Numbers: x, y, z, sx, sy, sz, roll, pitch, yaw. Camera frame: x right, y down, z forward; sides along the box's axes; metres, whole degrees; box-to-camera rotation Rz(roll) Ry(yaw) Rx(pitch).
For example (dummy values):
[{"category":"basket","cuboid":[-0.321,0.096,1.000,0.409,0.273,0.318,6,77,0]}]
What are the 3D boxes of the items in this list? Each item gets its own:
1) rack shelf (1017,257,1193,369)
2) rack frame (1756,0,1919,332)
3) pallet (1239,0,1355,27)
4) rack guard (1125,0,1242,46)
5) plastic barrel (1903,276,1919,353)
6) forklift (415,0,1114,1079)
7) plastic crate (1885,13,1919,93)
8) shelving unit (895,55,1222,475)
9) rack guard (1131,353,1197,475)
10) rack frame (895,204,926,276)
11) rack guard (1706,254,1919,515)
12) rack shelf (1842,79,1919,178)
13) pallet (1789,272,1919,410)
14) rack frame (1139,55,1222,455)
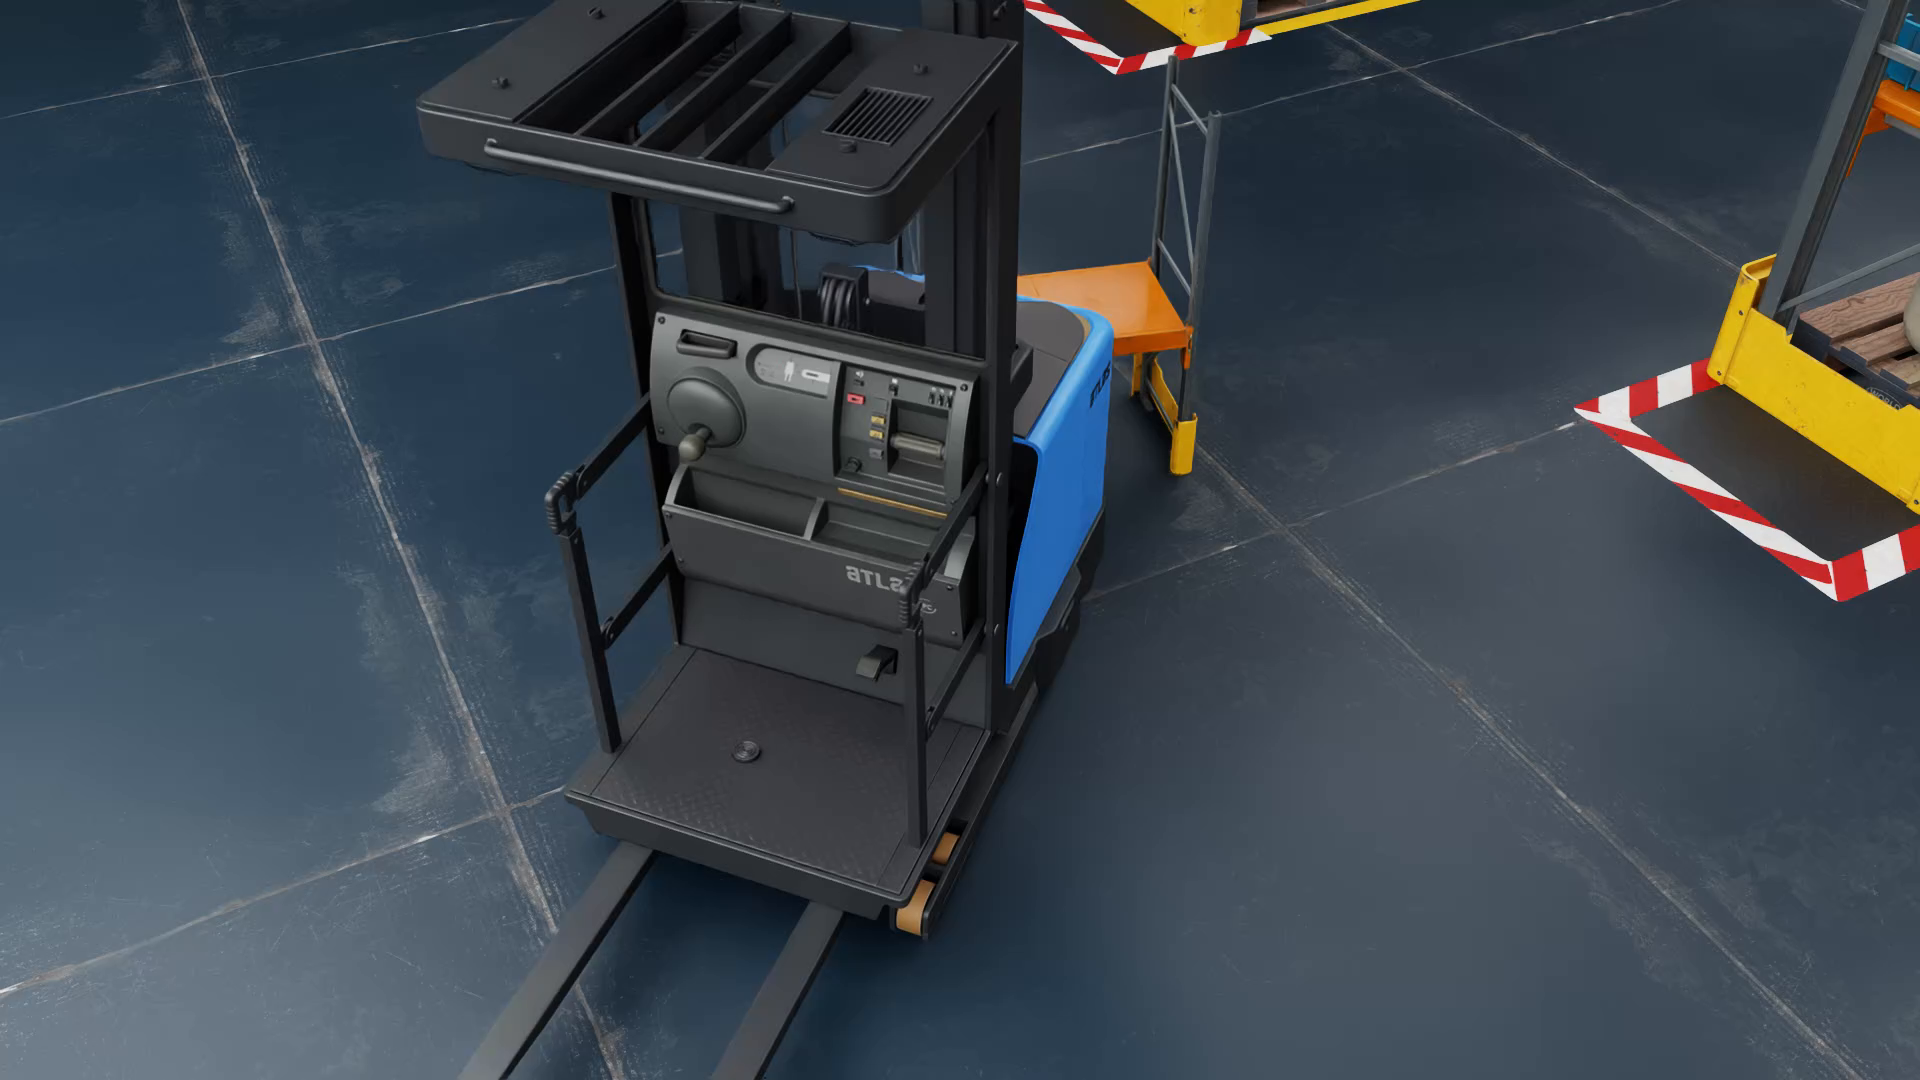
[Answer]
[{"category":"rack shelf","cuboid":[0.321,-0.811,6.326,1.000,0.185,0.538,-8,41,-9]},{"category":"rack frame","cuboid":[3.539,-1.541,5.748,0.127,3.000,1.000,-19,44,-21]},{"category":"pallet","cuboid":[1.913,-3.568,10.302,1.213,0.211,1.003,-19,44,-21]},{"category":"rack guard","cuboid":[1.233,-3.419,9.902,0.348,0.500,1.175,-19,44,-21]},{"category":"plastic barrel","cuboid":[4.087,-0.991,6.700,0.421,0.512,0.421,0,40,0]},{"category":"forklift","cuboid":[-0.483,-0.272,4.302,1.130,2.935,3.031,14,42,16]},{"category":"plastic crate","cuboid":[3.845,-1.805,6.175,0.616,0.251,0.499,-19,44,-21]},{"category":"shelving unit","cuboid":[0.330,-0.950,6.211,1.083,1.500,0.587,-8,41,-9]},{"category":"rack guard","cuboid":[0.817,-0.542,6.696,0.087,0.250,0.587,-8,41,-9]},{"category":"rack frame","cuboid":[-0.175,-0.878,6.126,0.032,1.500,0.500,-8,41,-9]},{"category":"rack guard","cuboid":[3.585,-0.636,6.615,0.348,0.500,1.175,-19,44,-21]},{"category":"rack shelf","cuboid":[5.313,-1.863,6.686,4.000,0.370,1.077,-19,44,-21]},{"category":"pallet","cuboid":[4.308,-0.765,6.991,1.213,0.211,1.003,-19,44,-21]},{"category":"rack frame","cuboid":[0.818,-1.019,6.293,0.032,1.500,0.500,-8,41,-9]}]
